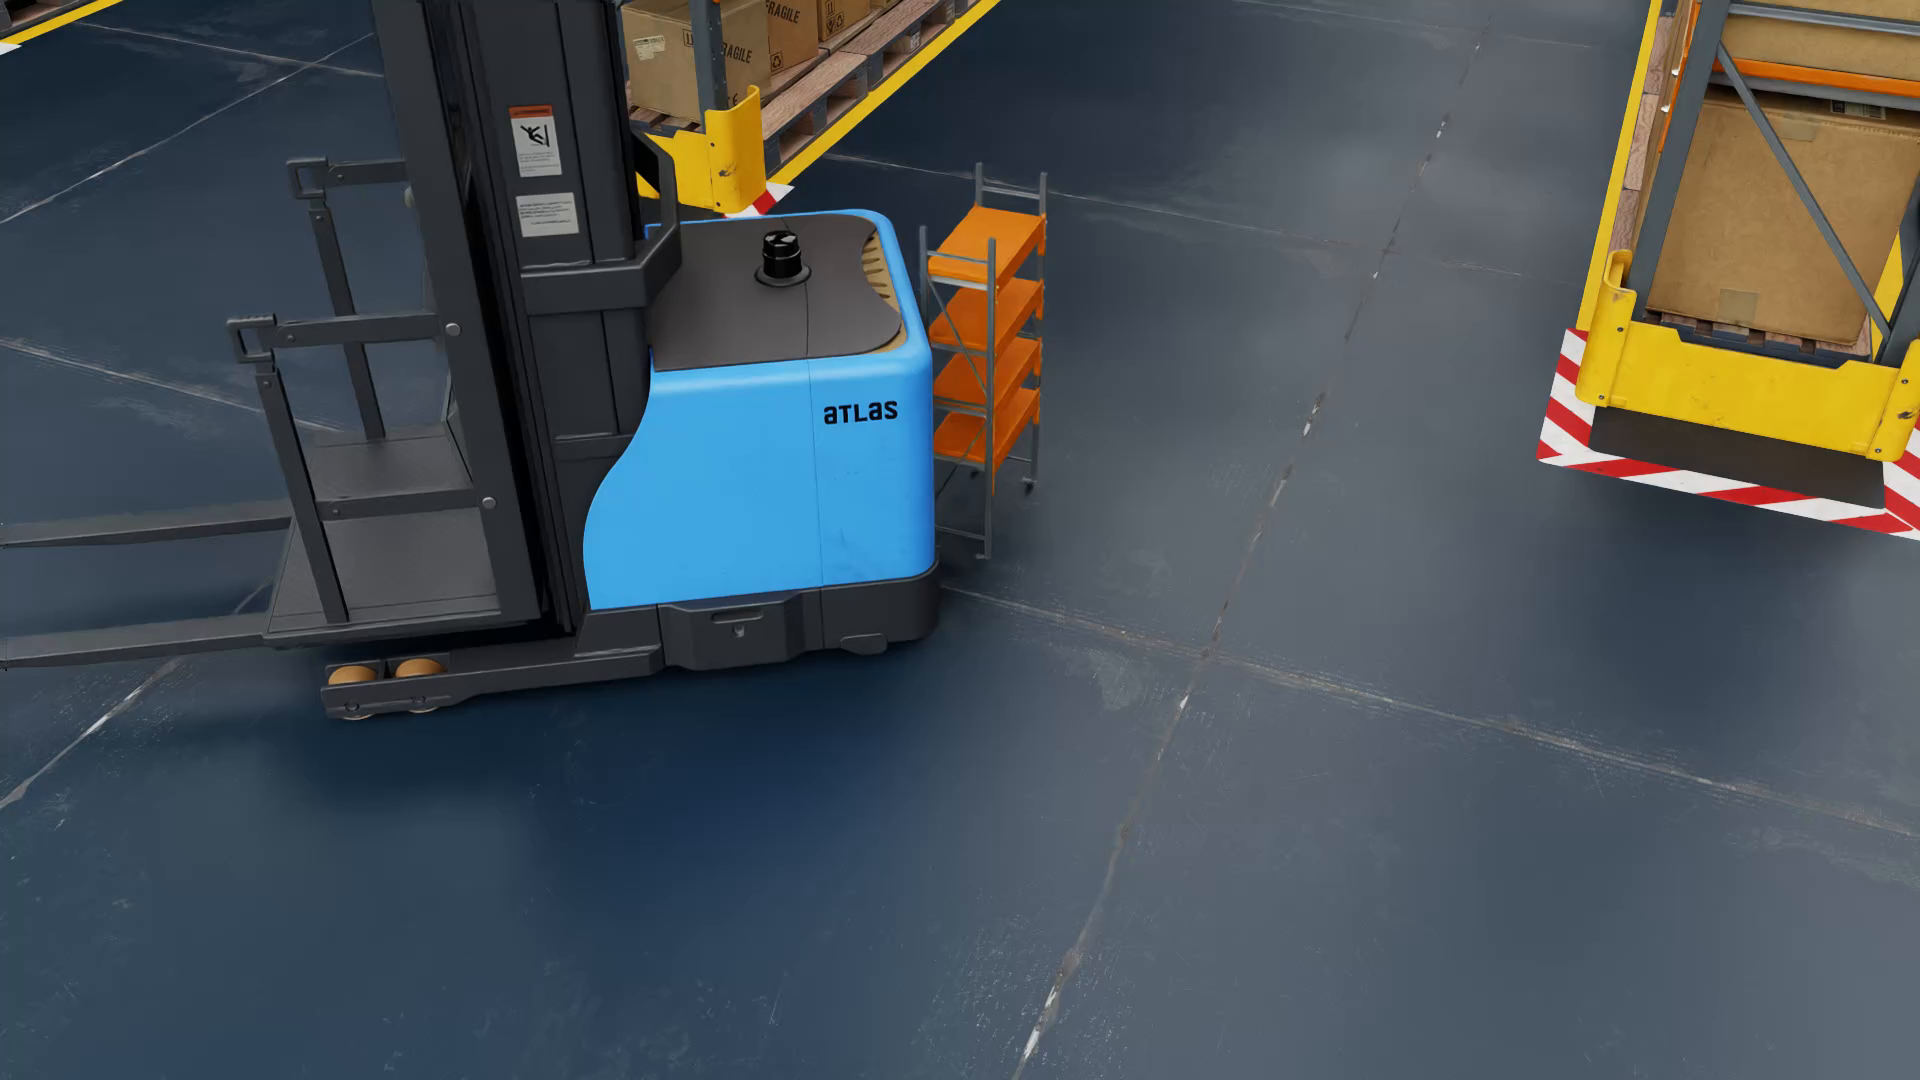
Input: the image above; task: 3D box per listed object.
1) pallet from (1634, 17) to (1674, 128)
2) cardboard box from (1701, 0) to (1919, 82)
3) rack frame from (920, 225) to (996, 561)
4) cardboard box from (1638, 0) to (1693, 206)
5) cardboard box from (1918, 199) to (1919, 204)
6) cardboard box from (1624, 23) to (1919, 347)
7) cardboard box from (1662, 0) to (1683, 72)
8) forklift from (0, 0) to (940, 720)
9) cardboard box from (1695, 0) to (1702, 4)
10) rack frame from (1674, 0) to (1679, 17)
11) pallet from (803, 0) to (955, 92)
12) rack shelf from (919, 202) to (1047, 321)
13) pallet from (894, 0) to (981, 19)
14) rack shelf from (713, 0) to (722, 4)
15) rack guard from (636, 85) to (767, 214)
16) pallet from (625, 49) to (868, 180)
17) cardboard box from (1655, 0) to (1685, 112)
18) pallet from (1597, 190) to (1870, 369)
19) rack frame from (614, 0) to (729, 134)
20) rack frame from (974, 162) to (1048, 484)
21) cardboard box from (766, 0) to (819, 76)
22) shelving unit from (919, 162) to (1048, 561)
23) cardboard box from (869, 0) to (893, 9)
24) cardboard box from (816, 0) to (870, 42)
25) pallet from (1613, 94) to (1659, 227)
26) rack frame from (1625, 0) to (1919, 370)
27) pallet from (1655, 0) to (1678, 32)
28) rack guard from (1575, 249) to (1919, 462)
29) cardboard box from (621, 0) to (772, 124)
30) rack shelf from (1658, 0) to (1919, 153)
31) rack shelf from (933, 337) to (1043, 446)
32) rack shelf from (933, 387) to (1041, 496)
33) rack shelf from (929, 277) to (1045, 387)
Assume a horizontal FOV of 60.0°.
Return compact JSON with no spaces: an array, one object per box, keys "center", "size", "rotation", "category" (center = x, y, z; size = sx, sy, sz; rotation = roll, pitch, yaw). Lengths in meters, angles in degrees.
[{"center":[4.163,-2.413,8.802],"size":[1.003,0.211,1.213],"rotation":[14,39,18],"category":"pallet"},{"center":[3.102,-1.995,5.788],"size":[0.875,0.550,0.550],"rotation":[14,39,18],"category":"cardboard box"},{"center":[-0.007,-0.440,5.336],"size":[0.240,1.200,0.015],"rotation":[13,39,16],"category":"rack frame"},{"center":[3.533,-1.914,7.229],"size":[0.875,0.875,0.875],"rotation":[13,39,17],"category":"cardboard box"},{"center":[4.883,-1.840,7.792],"size":[0.500,0.500,0.500],"rotation":[21,42,25],"category":"cardboard box"},{"center":[3.200,-1.426,6.577],"size":[0.875,0.875,0.875],"rotation":[14,39,18],"category":"cardboard box"},{"center":[4.221,-2.918,8.573],"size":[0.875,0.875,0.875],"rotation":[14,39,18],"category":"cardboard box"},{"center":[-1.630,-0.972,4.603],"size":[3.031,2.935,1.130],"rotation":[-6,37,-8],"category":"forklift"},{"center":[3.291,-2.304,6.202],"size":[0.875,0.550,0.550],"rotation":[14,39,18],"category":"cardboard box"},{"center":[4.525,-3.933,8.507],"size":[1.000,3.000,0.127],"rotation":[14,39,18],"category":"rack frame"},{"center":[-0.709,-2.945,9.513],"size":[1.003,0.211,1.213],"rotation":[14,39,18],"category":"pallet"},{"center":[0.079,-0.891,5.284],"size":[0.258,0.148,0.480],"rotation":[13,39,16],"category":"rack shelf"},{"center":[-0.247,-3.622,10.420],"size":[1.003,0.211,1.213],"rotation":[14,39,18],"category":"pallet"},{"center":[-0.785,-3.724,8.827],"size":[1.077,0.370,4.000],"rotation":[14,39,18],"category":"rack shelf"},{"center":[-1.517,-1.945,7.935],"size":[1.175,0.500,0.348],"rotation":[14,39,18],"category":"rack guard"},{"center":[-1.175,-2.272,8.613],"size":[1.003,0.211,1.213],"rotation":[14,39,18],"category":"pallet"},{"center":[3.881,-2.418,7.904],"size":[0.875,0.875,0.875],"rotation":[14,39,18],"category":"cardboard box"},{"center":[3.235,-1.062,6.995],"size":[1.003,0.211,1.213],"rotation":[14,39,18],"category":"pallet"},{"center":[-1.546,-2.905,7.131],"size":[1.000,3.000,0.127],"rotation":[14,39,18],"category":"rack frame"},{"center":[0.165,-0.713,5.702],"size":[0.240,1.200,0.015],"rotation":[13,39,16],"category":"rack frame"},{"center":[-1.097,-2.752,8.664],"size":[0.500,0.500,0.500],"rotation":[25,43,29],"category":"cardboard box"},{"center":[0.079,-0.577,5.519],"size":[0.258,1.200,0.503],"rotation":[13,39,16],"category":"shelving unit"},{"center":[-0.587,-3.393,9.522],"size":[0.500,0.500,0.500],"rotation":[11,38,14],"category":"cardboard box"},{"center":[-0.841,-3.095,9.122],"size":[0.500,0.500,0.500],"rotation":[18,40,22],"category":"cardboard box"},{"center":[3.700,-1.735,7.896],"size":[1.003,0.211,1.213],"rotation":[14,39,18],"category":"pallet"},{"center":[3.003,-1.719,5.544],"size":[1.000,3.000,0.127],"rotation":[14,39,18],"category":"rack frame"},{"center":[4.749,-3.261,9.936],"size":[1.003,0.211,1.213],"rotation":[14,39,18],"category":"pallet"},{"center":[2.994,-0.704,6.275],"size":[1.175,0.500,0.348],"rotation":[14,39,18],"category":"rack guard"},{"center":[-1.293,-2.414,8.211],"size":[0.500,0.500,0.500],"rotation":[21,42,26],"category":"cardboard box"},{"center":[3.764,-2.538,7.241],"size":[1.077,0.370,4.000],"rotation":[14,39,18],"category":"rack shelf"},{"center":[0.079,-0.523,5.560],"size":[0.258,0.148,0.480],"rotation":[13,39,16],"category":"rack shelf"},{"center":[0.079,-0.364,5.678],"size":[0.258,0.148,0.480],"rotation":[13,39,16],"category":"rack shelf"},{"center":[0.079,-0.702,5.426],"size":[0.258,0.148,0.480],"rotation":[13,39,16],"category":"rack shelf"}]
